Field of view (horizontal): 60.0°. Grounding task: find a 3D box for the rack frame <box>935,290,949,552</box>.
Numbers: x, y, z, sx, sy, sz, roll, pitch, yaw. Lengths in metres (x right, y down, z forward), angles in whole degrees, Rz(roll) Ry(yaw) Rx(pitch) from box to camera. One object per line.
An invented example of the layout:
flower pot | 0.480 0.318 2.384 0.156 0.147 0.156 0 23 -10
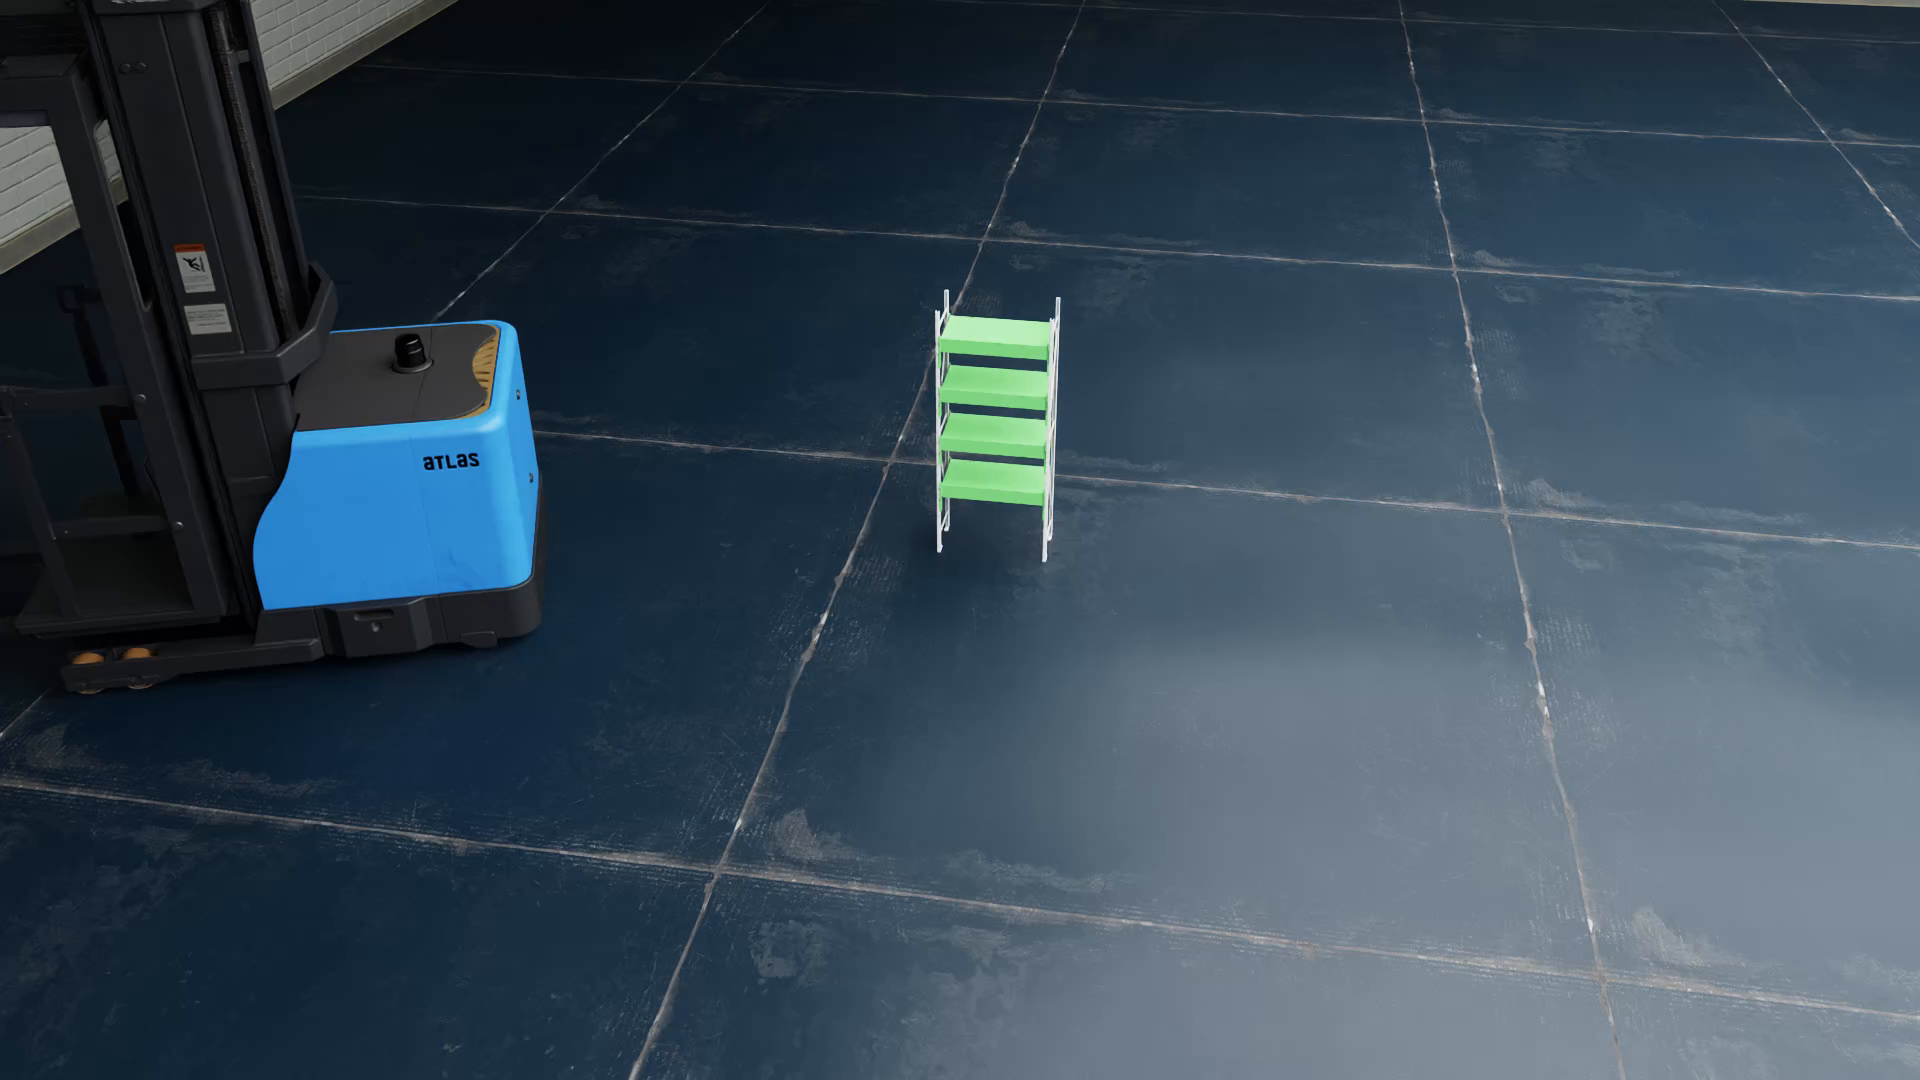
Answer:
rack frame | -0.077 -0.516 7.443 0.015 1.200 0.240 5 32 8

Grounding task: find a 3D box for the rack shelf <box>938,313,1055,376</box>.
rack shelf | 0.163 -0.847 7.187 0.480 0.148 0.258 5 32 8

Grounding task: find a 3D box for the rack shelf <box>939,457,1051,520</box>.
rack shelf | 0.163 -0.236 7.569 0.480 0.148 0.258 5 32 8

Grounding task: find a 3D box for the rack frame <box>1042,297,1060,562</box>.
rack frame | 0.404 -0.472 7.373 0.015 1.200 0.240 5 32 8

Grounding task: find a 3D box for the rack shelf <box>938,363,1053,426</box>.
rack shelf | 0.163 -0.643 7.315 0.480 0.148 0.258 5 32 8

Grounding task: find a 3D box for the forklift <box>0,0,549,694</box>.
forklift | -3.343 -0.921 6.459 3.031 2.935 1.130 -5 32 -8

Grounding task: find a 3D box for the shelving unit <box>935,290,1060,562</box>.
shelving unit | 0.163 -0.494 7.408 0.503 1.200 0.258 5 32 8

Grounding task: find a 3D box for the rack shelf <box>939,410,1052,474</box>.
rack shelf | 0.163 -0.440 7.442 0.480 0.148 0.258 5 32 8
